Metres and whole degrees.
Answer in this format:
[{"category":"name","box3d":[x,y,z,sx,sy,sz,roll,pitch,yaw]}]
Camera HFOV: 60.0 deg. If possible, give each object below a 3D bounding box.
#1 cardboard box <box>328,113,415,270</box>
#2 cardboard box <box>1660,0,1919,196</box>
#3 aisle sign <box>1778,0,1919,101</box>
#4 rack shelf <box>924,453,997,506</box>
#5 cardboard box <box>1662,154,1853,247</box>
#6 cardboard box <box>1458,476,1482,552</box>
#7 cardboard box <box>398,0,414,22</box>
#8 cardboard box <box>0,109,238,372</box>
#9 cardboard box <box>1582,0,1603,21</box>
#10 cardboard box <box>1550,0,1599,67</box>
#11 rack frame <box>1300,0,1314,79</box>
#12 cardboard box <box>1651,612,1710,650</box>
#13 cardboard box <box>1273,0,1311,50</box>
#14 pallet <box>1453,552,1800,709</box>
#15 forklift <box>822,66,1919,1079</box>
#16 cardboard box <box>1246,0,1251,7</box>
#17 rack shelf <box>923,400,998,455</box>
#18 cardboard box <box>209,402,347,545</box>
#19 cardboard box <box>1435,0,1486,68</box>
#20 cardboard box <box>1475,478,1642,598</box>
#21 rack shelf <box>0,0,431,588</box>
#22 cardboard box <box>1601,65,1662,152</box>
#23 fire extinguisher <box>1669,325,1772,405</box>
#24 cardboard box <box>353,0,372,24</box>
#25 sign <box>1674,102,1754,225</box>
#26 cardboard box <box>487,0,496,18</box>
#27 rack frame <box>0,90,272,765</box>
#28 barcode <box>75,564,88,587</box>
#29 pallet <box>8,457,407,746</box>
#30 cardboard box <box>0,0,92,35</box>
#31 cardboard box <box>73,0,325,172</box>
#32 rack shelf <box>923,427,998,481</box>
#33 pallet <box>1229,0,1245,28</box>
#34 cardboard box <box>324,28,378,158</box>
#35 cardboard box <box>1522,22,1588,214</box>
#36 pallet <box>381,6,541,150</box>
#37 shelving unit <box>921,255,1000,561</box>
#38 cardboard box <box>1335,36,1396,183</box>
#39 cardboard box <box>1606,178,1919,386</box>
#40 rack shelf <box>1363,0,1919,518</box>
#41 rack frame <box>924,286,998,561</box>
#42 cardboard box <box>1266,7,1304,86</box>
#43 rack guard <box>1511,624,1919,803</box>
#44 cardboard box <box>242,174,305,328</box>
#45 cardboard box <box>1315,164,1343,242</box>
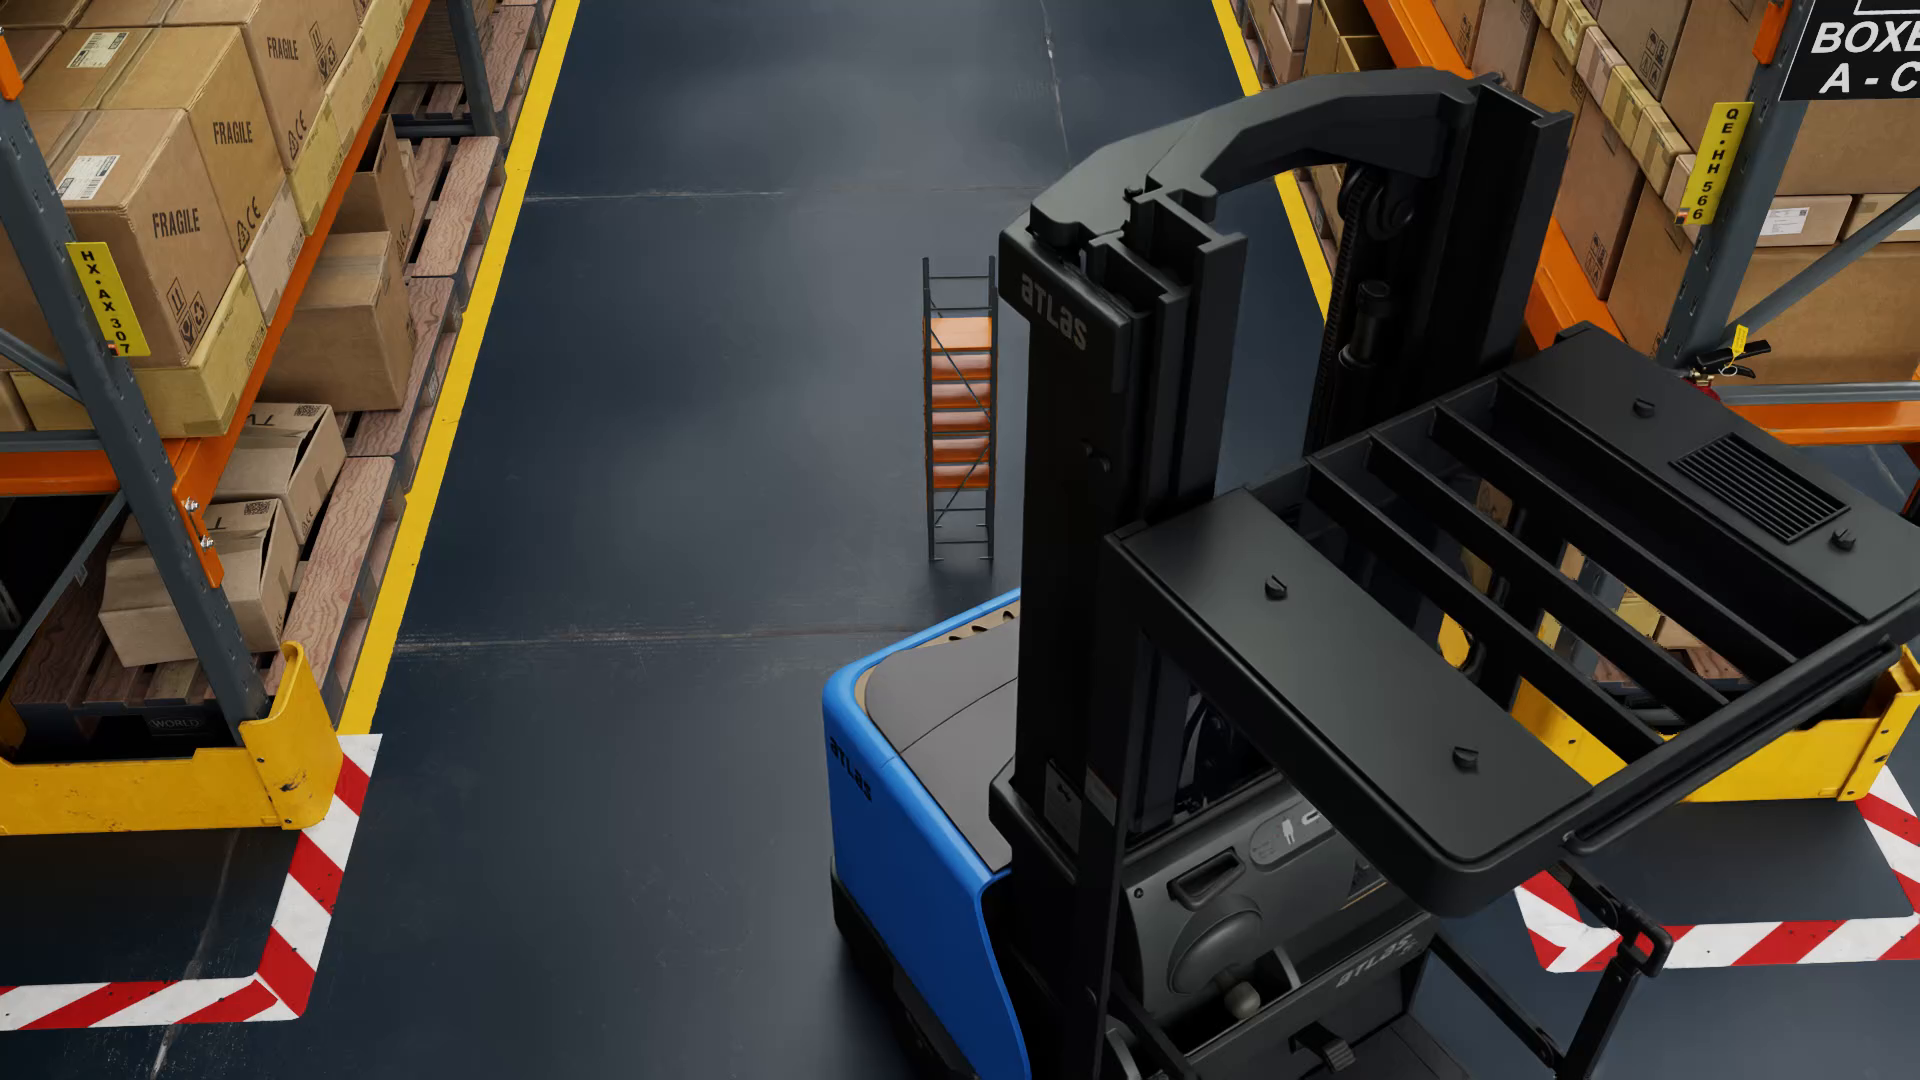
[{"category":"cardboard box","box3d":[-2.688,-1.485,7.174,0.500,0.500,0.500,-5,43,-5]},{"category":"cardboard box","box3d":[2.337,-1.254,4.365,0.700,0.500,0.500,-1,43,-2]},{"category":"aisle sign","box3d":[2.056,-1.294,3.517,0.394,0.787,0.004,-2,43,-2]},{"category":"rack shelf","box3d":[0.001,-0.223,6.026,0.258,0.103,0.180,-2,43,-2]},{"category":"cardboard box","box3d":[2.140,-0.917,4.476,0.380,0.149,0.250,-2,43,-3]},{"category":"cardboard box","box3d":[1.995,-0.220,5.994,0.500,0.250,0.500,-2,43,-2]},{"category":"cardboard box","box3d":[-2.437,-2.248,6.579,0.500,0.250,0.500,-1,43,-2]},{"category":"cardboard box","box3d":[-2.322,-0.803,4.447,0.500,0.500,0.500,-2,43,-2]},{"category":"cardboard box","box3d":[2.287,-1.950,5.123,0.700,0.500,0.500,-1,43,-2]},{"category":"cardboard box","box3d":[2.096,-1.613,5.236,0.380,0.149,0.250,0,43,0]},{"category":"rack frame","box3d":[2.177,-3.088,7.400,1.000,3.000,0.127,-2,43,-2]},{"category":"cardboard box","box3d":[2.546,0.102,5.643,0.500,0.250,0.500,-2,43,-2]},{"category":"cardboard box","box3d":[1.873,-2.702,8.287,0.500,0.311,0.500,-2,43,-2]},{"category":"pallet","box3d":[2.272,0.125,5.958,1.003,0.211,1.213,-2,43,-2]},{"category":"forklift","box3d":[0.842,0.728,3.287,1.130,2.935,3.031,-23,47,-23]},{"category":"cardboard box","box3d":[1.828,-3.188,9.232,0.500,0.250,0.500,-1,43,-1]},{"category":"rack shelf","box3d":[0.001,-0.400,5.864,0.258,0.103,0.180,-2,43,-2]},{"category":"cardboard box","box3d":[-2.566,-0.269,5.988,0.500,0.311,0.500,2,43,2]},{"category":"cardboard box","box3d":[2.248,-2.131,6.281,0.700,0.500,0.500,-1,43,-1]},{"category":"cardboard box","box3d":[2.026,-0.159,5.373,0.500,0.500,0.500,-2,43,-2]},{"category":"rack shelf","box3d":[-2.687,-1.328,6.012,1.077,0.370,4.000,-2,43,-2]},{"category":"cardboard box","box3d":[2.116,-1.266,4.857,0.380,0.149,0.250,-2,43,-2]},{"category":"fire extinguisher","box3d":[1.887,-0.266,4.378,0.296,0.674,0.183,-2,43,-2]},{"category":"cardboard box","box3d":[-2.406,-2.185,5.955,0.500,0.500,0.500,-3,43,-3]},{"category":"sign","box3d":[1.804,-0.896,3.975,0.100,0.325,0.005,-2,43,-2]},{"category":"cardboard box","box3d":[-2.892,-3.028,8.858,0.700,0.500,0.500,-2,43,-3]},{"category":"rack frame","box3d":[-2.602,-0.243,4.296,1.000,3.000,0.127,-2,43,-2]},{"category":"barcode","box3d":[-2.942,0.112,5.566,0.001,0.075,0.075,-2,43,-2]},{"category":"pallet","box3d":[-2.605,0.184,5.893,1.003,0.211,1.213,-2,43,-2]},{"category":"cardboard box","box3d":[-2.873,-1.473,5.178,0.500,0.500,0.500,-3,43,-3]},{"category":"cardboard box","box3d":[-2.349,-1.486,5.192,0.500,0.500,0.500,-3,43,-3]},{"category":"rack shelf","box3d":[0.001,-0.311,5.945,0.258,0.103,0.180,-2,43,-2]},{"category":"pallet","box3d":[2.052,-3.382,9.784,1.003,0.211,1.213,-2,43,-2]},{"category":"cardboard box","box3d":[-2.377,-1.570,5.839,0.500,0.250,0.500,-1,43,-1]},{"category":"cardboard box","box3d":[2.297,-1.430,5.516,0.700,0.500,0.500,-1,43,-2]},{"category":"pallet","box3d":[-2.807,-2.441,8.757,1.003,0.211,1.213,-2,43,-2]},{"category":"shelving unit","box3d":[0.001,-0.433,5.834,0.258,1.200,0.189,-2,43,-2]},{"category":"cardboard box","box3d":[1.913,-1.847,7.214,0.500,0.500,0.500,-2,43,-2]},{"category":"cardboard box","box3d":[2.340,-0.740,4.764,0.700,0.500,0.500,-2,43,-2]},{"category":"rack shelf","box3d":[2.262,-1.473,6.170,1.077,0.370,4.000,-2,43,-2]},{"category":"rack frame","box3d":[0.005,-0.371,5.767,0.240,1.200,0.006,-2,43,-2]},{"category":"cardboard box","box3d":[1.869,-2.501,8.483,0.500,0.250,0.500,-2,43,-2]},{"category":"rack guard","box3d":[2.348,0.550,5.280,1.175,0.500,0.348,-2,43,-2]},{"category":"cardboard box","box3d":[-2.342,-0.884,5.091,0.500,0.250,0.500,-3,43,-3]},{"category":"cardboard box","box3d":[1.910,-1.570,7.467,0.500,0.250,0.500,-2,43,-2]}]
